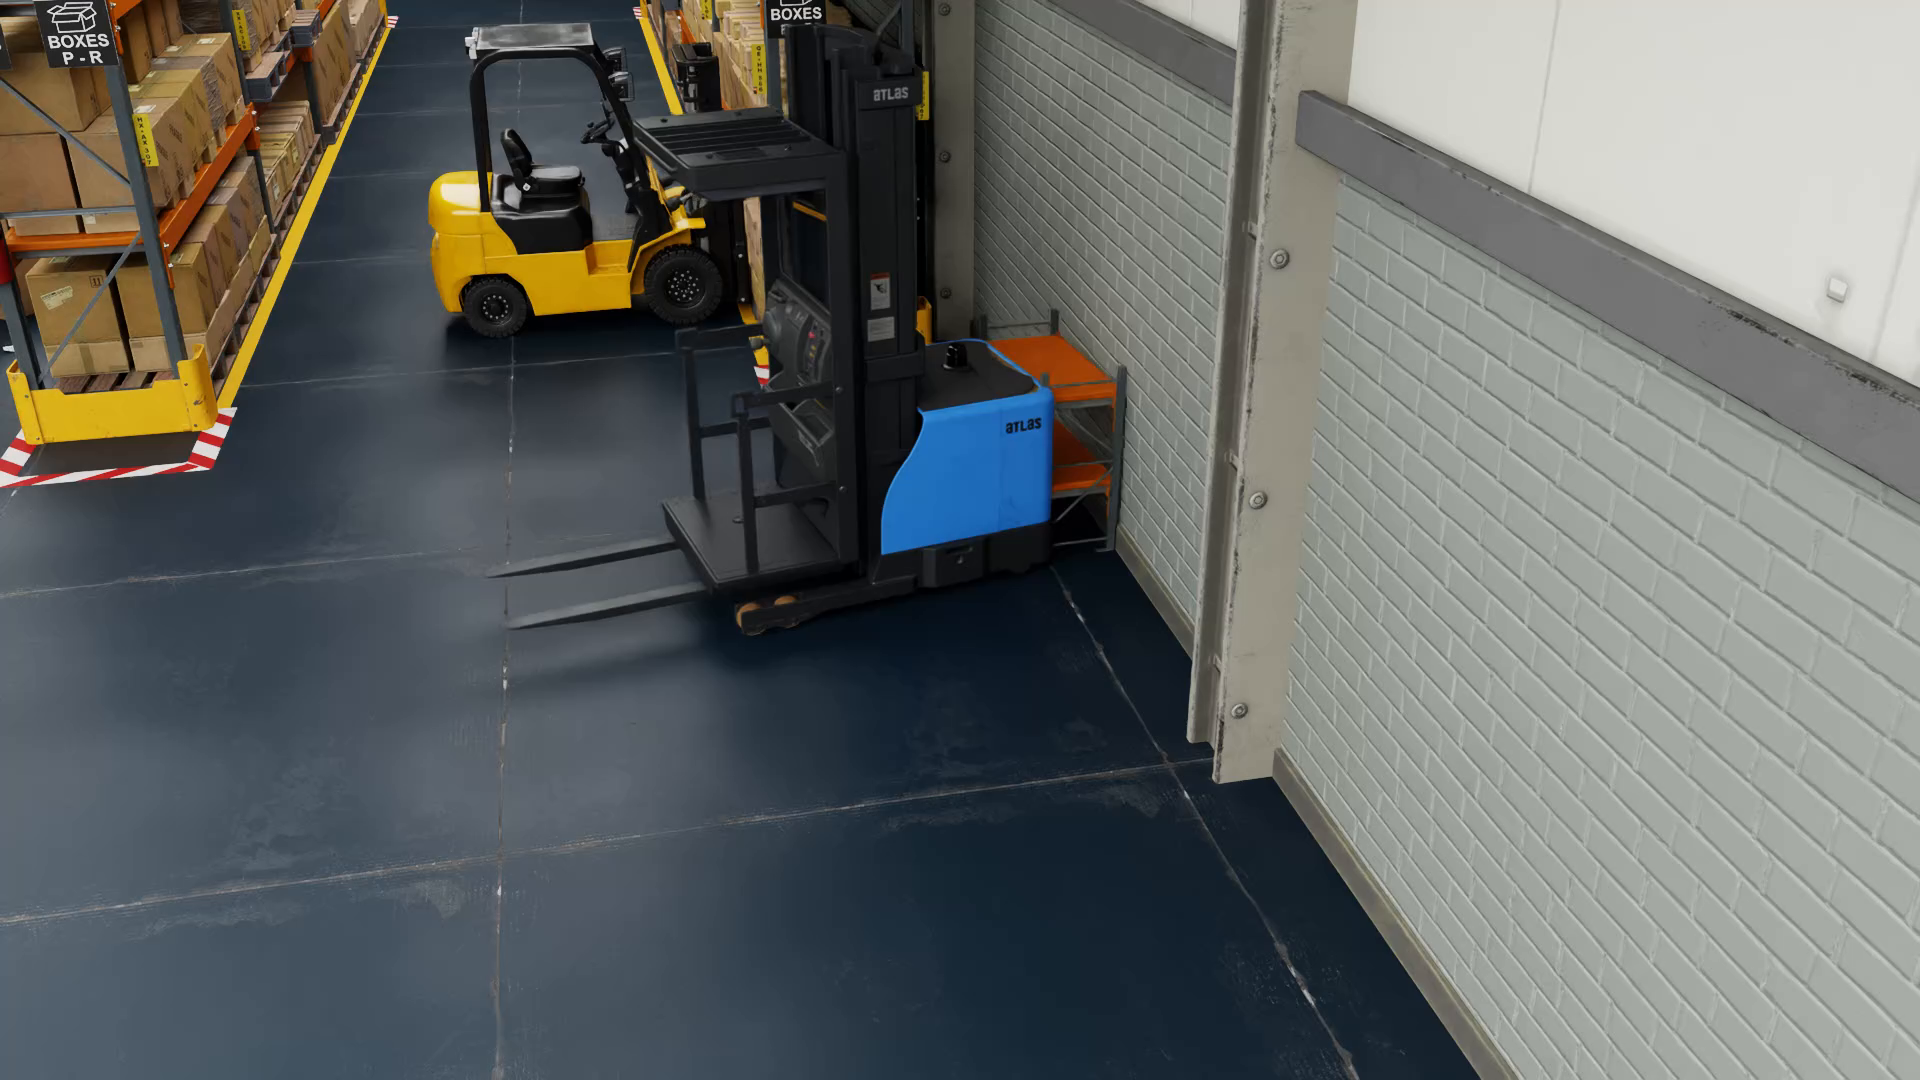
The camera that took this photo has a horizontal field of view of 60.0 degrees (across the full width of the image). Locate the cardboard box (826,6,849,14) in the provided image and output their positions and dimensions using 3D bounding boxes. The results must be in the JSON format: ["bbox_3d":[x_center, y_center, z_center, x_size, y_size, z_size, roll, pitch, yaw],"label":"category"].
[{"bbox_3d":[-1.134,-4.352,13.881,0.380,0.149,0.250,-6,27,-13],"label":"cardboard box"}]

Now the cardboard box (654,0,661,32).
[{"bbox_3d":[-3.976,-7.553,23.694,0.700,0.500,0.500,-7,28,-14],"label":"cardboard box"}]

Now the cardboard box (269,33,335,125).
[{"bbox_3d":[-7.518,-5.128,18.472,0.875,0.875,0.875,-6,27,-12],"label":"cardboard box"}]

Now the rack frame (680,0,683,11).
[{"bbox_3d":[-2.608,-6.083,18.472,1.000,3.000,0.127,-6,27,-12],"label":"rack frame"}]

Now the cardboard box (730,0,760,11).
[{"bbox_3d":[-1.759,-4.520,14.215,0.380,0.149,0.250,-6,27,-11],"label":"cardboard box"}]

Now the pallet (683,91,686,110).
[{"bbox_3d":[-2.739,-5.169,19.758,1.003,0.211,1.213,-6,27,-12],"label":"pallet"}]

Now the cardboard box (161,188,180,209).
[{"bbox_3d":[-5.566,-2.357,11.370,0.380,0.149,0.250,-7,28,-13],"label":"cardboard box"}]

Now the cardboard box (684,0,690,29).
[{"bbox_3d":[-2.637,-5.575,17.633,0.500,0.250,0.500,-7,28,-13],"label":"cardboard box"}]

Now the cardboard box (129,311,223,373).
[{"bbox_3d":[-5.552,-1.407,11.794,0.500,0.250,0.500,-6,27,-12],"label":"cardboard box"}]

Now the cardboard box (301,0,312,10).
[{"bbox_3d":[-7.308,-5.750,17.980,0.500,0.250,0.500,-6,27,-12],"label":"cardboard box"}]

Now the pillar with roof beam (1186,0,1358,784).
[{"bbox_3d":[-2.926,-2.575,4.865,9.100,9.000,0.400,-6,27,-12],"label":"pillar with roof beam"}]

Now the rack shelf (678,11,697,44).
[{"bbox_3d":[-2.157,-4.884,16.895,1.077,0.370,4.000,-6,27,-12],"label":"rack shelf"}]

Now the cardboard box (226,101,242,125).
[{"bbox_3d":[-6.109,-3.490,13.614,0.380,0.149,0.250,-5,27,-10],"label":"cardboard box"}]

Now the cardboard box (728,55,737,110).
[{"bbox_3d":[-1.612,-3.701,13.642,0.500,0.500,0.500,-6,27,-12],"label":"cardboard box"}]

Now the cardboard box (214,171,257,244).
[{"bbox_3d":[-6.030,-2.660,13.445,0.500,0.500,0.500,-5,27,-11],"label":"cardboard box"}]

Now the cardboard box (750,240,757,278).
[{"bbox_3d":[-1.322,-2.157,12.725,0.500,0.250,0.500,-6,27,-12],"label":"cardboard box"}]

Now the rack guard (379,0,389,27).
[{"bbox_3d":[-9.251,-7.984,25.013,1.175,0.500,0.348,-6,27,-12],"label":"rack guard"}]

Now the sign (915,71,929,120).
[{"bbox_3d":[-0.263,-3.046,11.408,0.100,0.325,0.005,-6,27,-12],"label":"sign"}]

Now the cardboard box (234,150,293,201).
[{"bbox_3d":[-6.827,-3.381,15.569,0.950,0.372,0.625,-4,27,-8],"label":"cardboard box"}]

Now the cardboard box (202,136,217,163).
[{"bbox_3d":[-5.818,-2.928,12.502,0.380,0.149,0.250,-6,27,-11],"label":"cardboard box"}]

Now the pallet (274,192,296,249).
[{"bbox_3d":[-6.718,-2.918,15.297,1.003,0.211,1.213,-6,27,-12],"label":"pallet"}]

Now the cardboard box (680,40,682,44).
[{"bbox_3d":[-3.057,-5.752,19.405,0.380,0.149,0.250,-7,28,-14],"label":"cardboard box"}]

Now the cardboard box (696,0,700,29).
[{"bbox_3d":[-2.298,-5.123,16.182,0.500,0.250,0.500,-5,27,-11],"label":"cardboard box"}]

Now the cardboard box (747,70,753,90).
[{"bbox_3d":[-1.392,-3.480,12.486,0.380,0.149,0.250,-7,28,-13],"label":"cardboard box"}]

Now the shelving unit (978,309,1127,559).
[{"bbox_3d":[0.504,-0.638,9.752,0.538,1.125,1.048,-7,28,-17],"label":"shelving unit"}]

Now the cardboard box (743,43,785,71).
[{"bbox_3d":[-1.412,-3.611,12.414,0.380,0.149,0.250,-5,27,-10],"label":"cardboard box"}]

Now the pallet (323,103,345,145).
[{"bbox_3d":[-7.547,-4.686,18.800,1.003,0.211,1.213,-6,27,-12],"label":"pallet"}]

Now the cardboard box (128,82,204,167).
[{"bbox_3d":[-5.712,-2.929,11.783,0.500,0.500,0.500,-6,27,-13],"label":"cardboard box"}]

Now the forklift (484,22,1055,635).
[{"bbox_3d":[-1.037,-1.078,8.633,3.031,2.935,1.130,-11,29,-21],"label":"forklift"}]

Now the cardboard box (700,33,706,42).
[{"bbox_3d":[-2.193,-4.675,15.849,0.500,0.250,0.500,-6,27,-12],"label":"cardboard box"}]

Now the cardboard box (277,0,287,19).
[{"bbox_3d":[-6.827,-5.323,16.061,0.500,0.500,0.500,-8,28,-15],"label":"cardboard box"}]

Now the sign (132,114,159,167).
[{"bbox_3d":[-5.111,-2.507,10.427,0.100,0.325,0.005,-6,27,-12],"label":"sign"}]

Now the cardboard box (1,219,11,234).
[{"bbox_3d":[-8.269,-2.849,14.000,0.500,0.500,0.500,-6,27,-12],"label":"cardboard box"}]

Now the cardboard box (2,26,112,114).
[{"bbox_3d":[-6.074,-3.114,11.040,0.700,0.500,0.500,-6,27,-11],"label":"cardboard box"}]

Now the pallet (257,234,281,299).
[{"bbox_3d":[-6.356,-2.285,14.043,1.003,0.211,1.213,-6,27,-12],"label":"pallet"}]

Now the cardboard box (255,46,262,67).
[{"bbox_3d":[-6.406,-4.282,14.717,0.380,0.149,0.250,-5,27,-11],"label":"cardboard box"}]

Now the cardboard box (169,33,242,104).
[{"bbox_3d":[-6.199,-3.829,13.565,0.500,0.500,0.500,-7,28,-13],"label":"cardboard box"}]

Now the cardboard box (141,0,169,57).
[{"bbox_3d":[-6.560,-4.003,12.802,0.700,0.500,0.500,-6,27,-11],"label":"cardboard box"}]

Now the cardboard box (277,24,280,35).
[{"bbox_3d":[-6.713,-4.860,15.863,0.380,0.149,0.250,-7,28,-13],"label":"cardboard box"}]

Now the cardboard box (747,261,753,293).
[{"bbox_3d":[-1.425,-2.145,13.256,0.500,0.250,0.500,-6,27,-11],"label":"cardboard box"}]

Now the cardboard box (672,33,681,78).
[{"bbox_3d":[-3.271,-5.994,20.605,0.500,0.500,0.500,-7,28,-13],"label":"cardboard box"}]

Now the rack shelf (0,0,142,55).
[{"bbox_3d":[-6.091,-3.961,11.738,1.077,0.370,4.000,-6,27,-12],"label":"rack shelf"}]

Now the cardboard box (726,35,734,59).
[{"bbox_3d":[-1.704,-4.038,13.590,0.380,0.149,0.250,-6,27,-12],"label":"cardboard box"}]

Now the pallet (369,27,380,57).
[{"bbox_3d":[-8.718,-6.967,23.318,1.003,0.211,1.213,-6,27,-12],"label":"pallet"}]

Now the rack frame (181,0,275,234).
[{"bbox_3d":[-6.541,-3.821,13.991,1.000,3.000,0.127,-6,27,-12],"label":"rack frame"}]

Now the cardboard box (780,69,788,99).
[{"bbox_3d":[-1.091,-3.174,11.548,0.380,0.149,0.250,-6,27,-11],"label":"cardboard box"}]

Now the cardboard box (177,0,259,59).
[{"bbox_3d":[-6.368,-4.421,14.273,0.500,0.500,0.500,-5,27,-10],"label":"cardboard box"}]

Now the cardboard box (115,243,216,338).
[{"bbox_3d":[-5.558,-1.752,11.646,0.500,0.500,0.500,-7,28,-13],"label":"cardboard box"}]

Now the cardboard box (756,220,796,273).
[{"bbox_3d":[-1.212,-2.147,12.152,0.500,0.250,0.500,-5,27,-10],"label":"cardboard box"}]

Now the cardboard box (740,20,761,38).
[{"bbox_3d":[-1.556,-4.066,13.316,0.380,0.149,0.250,-6,27,-12],"label":"cardboard box"}]

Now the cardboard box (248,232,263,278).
[{"bbox_3d":[-6.016,-2.316,13.595,0.500,0.250,0.500,-7,28,-13],"label":"cardboard box"}]

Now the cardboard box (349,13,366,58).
[{"bbox_3d":[-8.381,-6.663,22.000,0.875,0.438,0.875,-6,27,-12],"label":"cardboard box"}]

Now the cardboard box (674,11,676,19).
[{"bbox_3d":[-3.481,-6.790,21.462,0.380,0.149,0.250,-7,28,-14],"label":"cardboard box"}]

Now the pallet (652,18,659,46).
[{"bbox_3d":[-3.941,-7.432,24.240,1.003,0.211,1.213,-6,27,-12],"label":"pallet"}]

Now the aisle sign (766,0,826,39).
[{"bbox_3d":[-1.076,-3.673,10.812,0.394,0.787,0.004,-6,27,-12],"label":"aisle sign"}]

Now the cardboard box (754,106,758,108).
[{"bbox_3d":[-1.171,-2.805,11.867,0.500,0.500,0.500,-7,28,-13],"label":"cardboard box"}]

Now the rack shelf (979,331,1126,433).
[{"bbox_3d":[0.510,-0.900,9.623,0.538,0.278,1.000,-7,28,-17],"label":"rack shelf"}]
